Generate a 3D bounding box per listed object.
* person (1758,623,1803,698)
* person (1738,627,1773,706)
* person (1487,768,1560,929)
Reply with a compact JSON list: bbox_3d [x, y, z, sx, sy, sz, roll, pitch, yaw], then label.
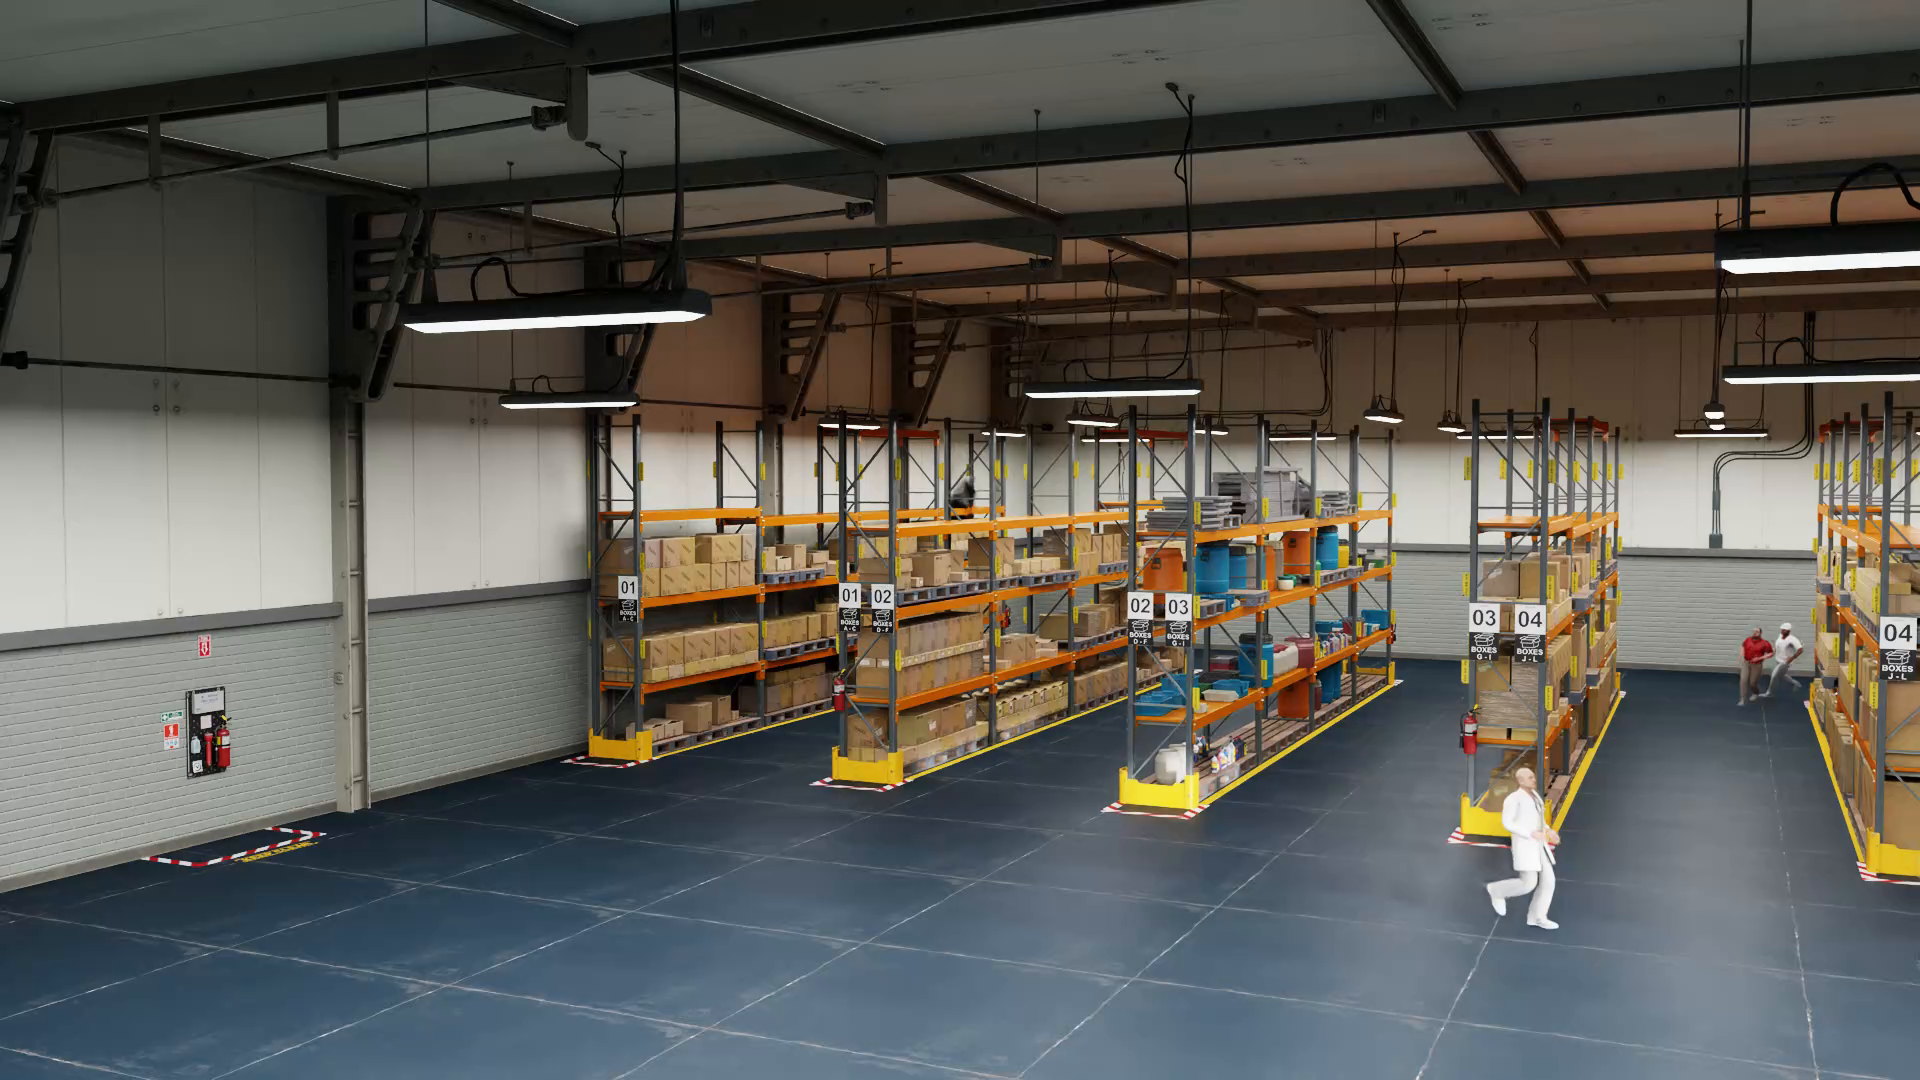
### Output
[{"bbox_3d":[18.167,2.656,36.531,0.936,1.682,0.736,0,2,-2],"label":"person"},{"bbox_3d":[17.039,2.716,35.626,0.773,1.701,0.706,-2,3,-41],"label":"person"},{"bbox_3d":[6.228,3.353,18.356,0.717,1.687,0.764,-2,3,-39],"label":"person"}]
